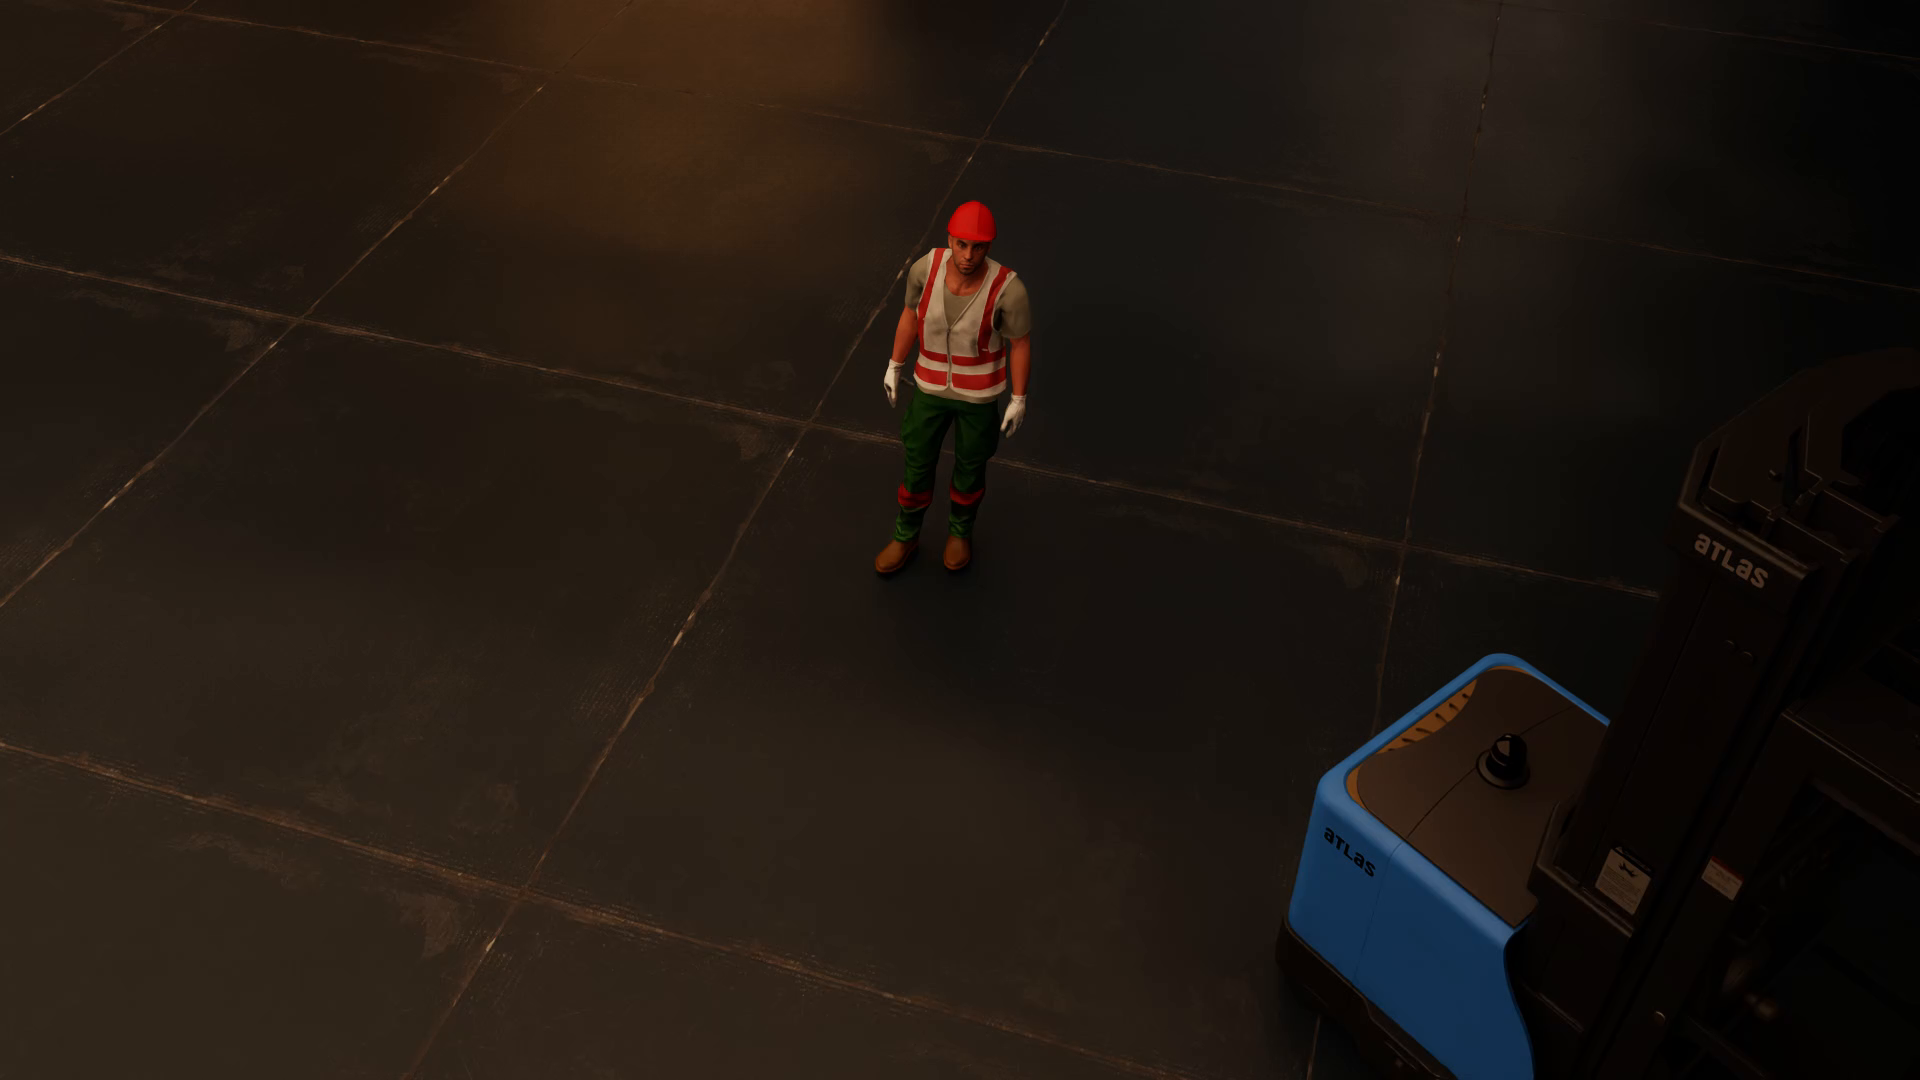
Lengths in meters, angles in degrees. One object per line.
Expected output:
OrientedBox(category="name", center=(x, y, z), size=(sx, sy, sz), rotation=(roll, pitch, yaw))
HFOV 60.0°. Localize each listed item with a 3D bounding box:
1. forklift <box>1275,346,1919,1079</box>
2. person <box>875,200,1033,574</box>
OrientedBox(category="forklift", center=(2.473, 1.072, 4.536), size=(1.130, 2.935, 3.031), rotation=(-29, 50, -28))
OrientedBox(category="person", center=(-0.036, -0.611, 7.173), size=(0.637, 1.790, 0.562), rotation=(12, 44, 13))
